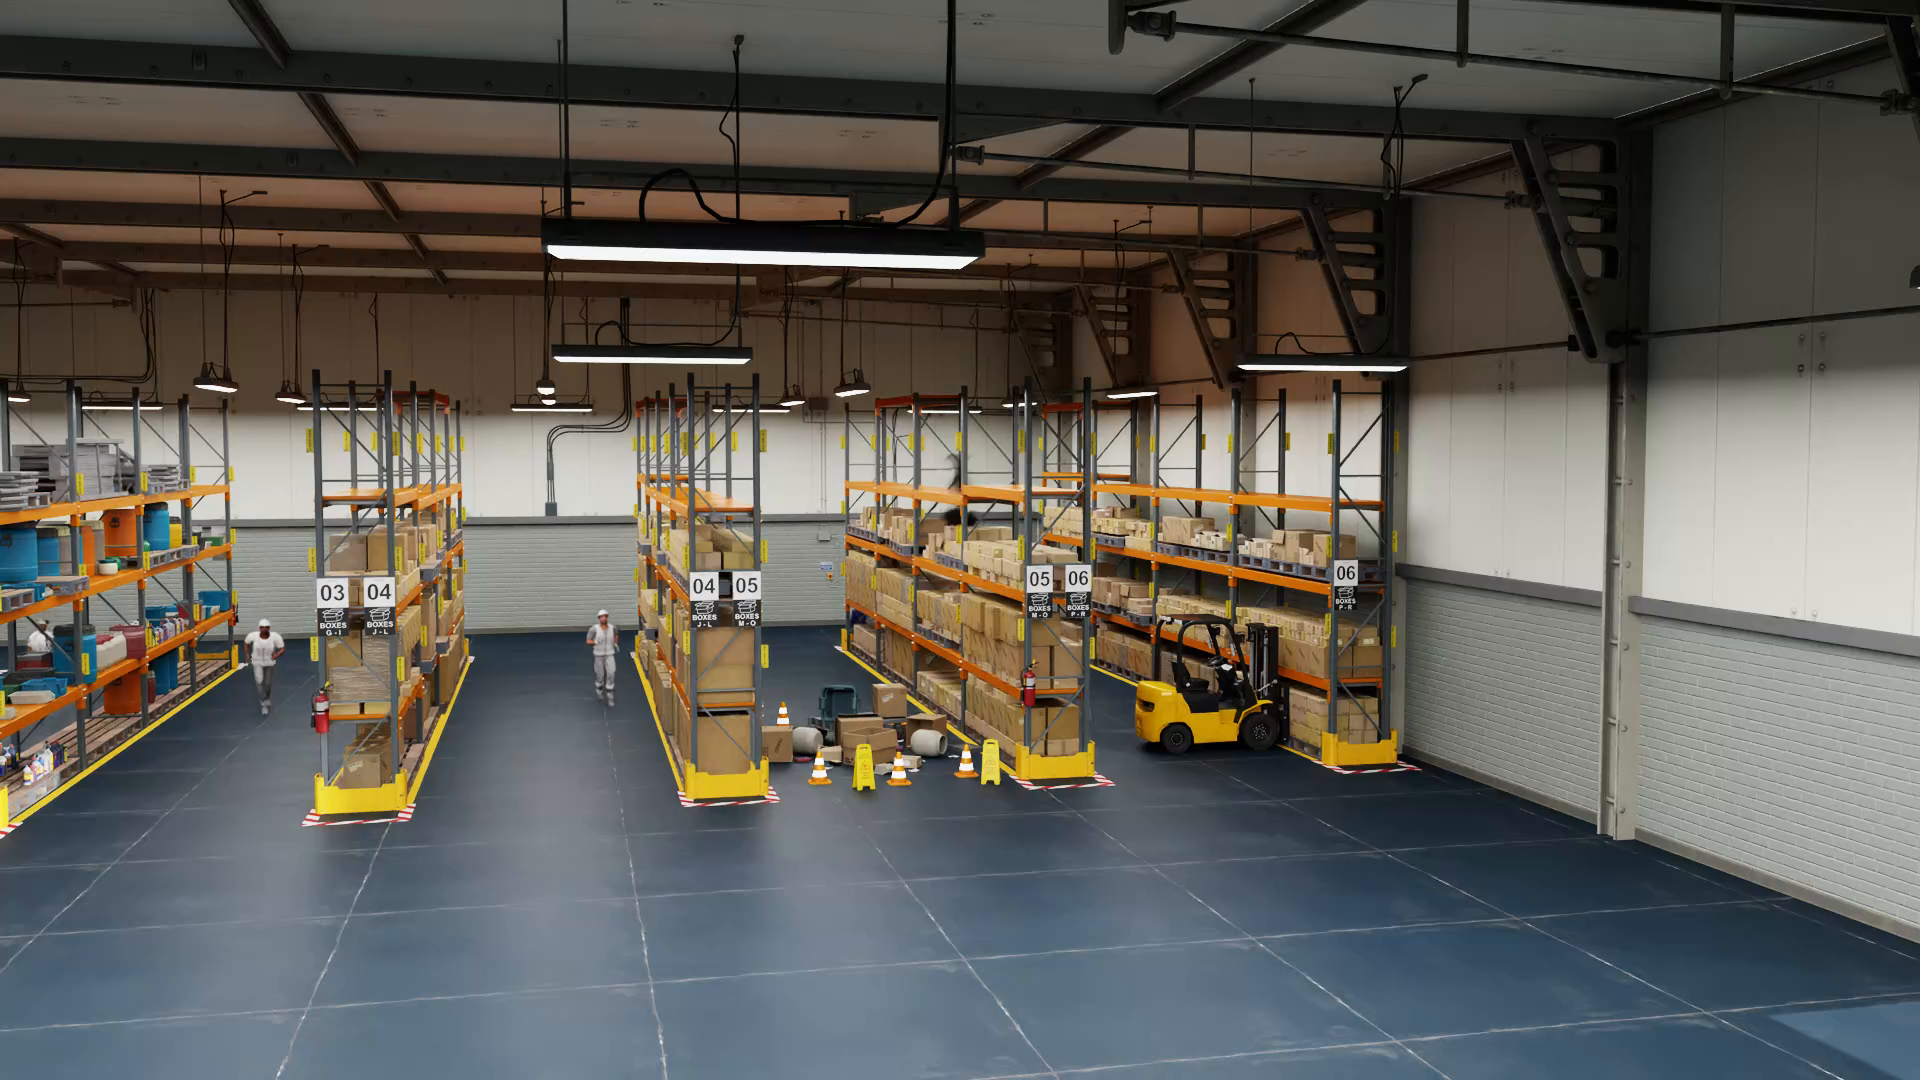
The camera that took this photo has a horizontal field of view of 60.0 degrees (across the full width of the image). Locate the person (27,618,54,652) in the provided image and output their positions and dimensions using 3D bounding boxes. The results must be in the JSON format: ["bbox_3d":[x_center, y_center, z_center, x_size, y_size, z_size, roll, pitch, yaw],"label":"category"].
[{"bbox_3d":[-17.689,2.322,32.090,0.562,1.655,0.589,-1,3,-16],"label":"person"}]

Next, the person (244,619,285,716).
[{"bbox_3d":[-12.983,2.336,31.055,0.702,1.771,0.962,-2,4,-24],"label":"person"}]

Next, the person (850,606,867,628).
[{"bbox_3d":[-2.572,1.777,41.873,0.645,1.601,0.586,-1,4,-23],"label":"person"}]

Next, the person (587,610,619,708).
[{"bbox_3d":[-6.828,2.250,31.864,0.642,1.829,0.850,-1,4,-21],"label":"person"}]
